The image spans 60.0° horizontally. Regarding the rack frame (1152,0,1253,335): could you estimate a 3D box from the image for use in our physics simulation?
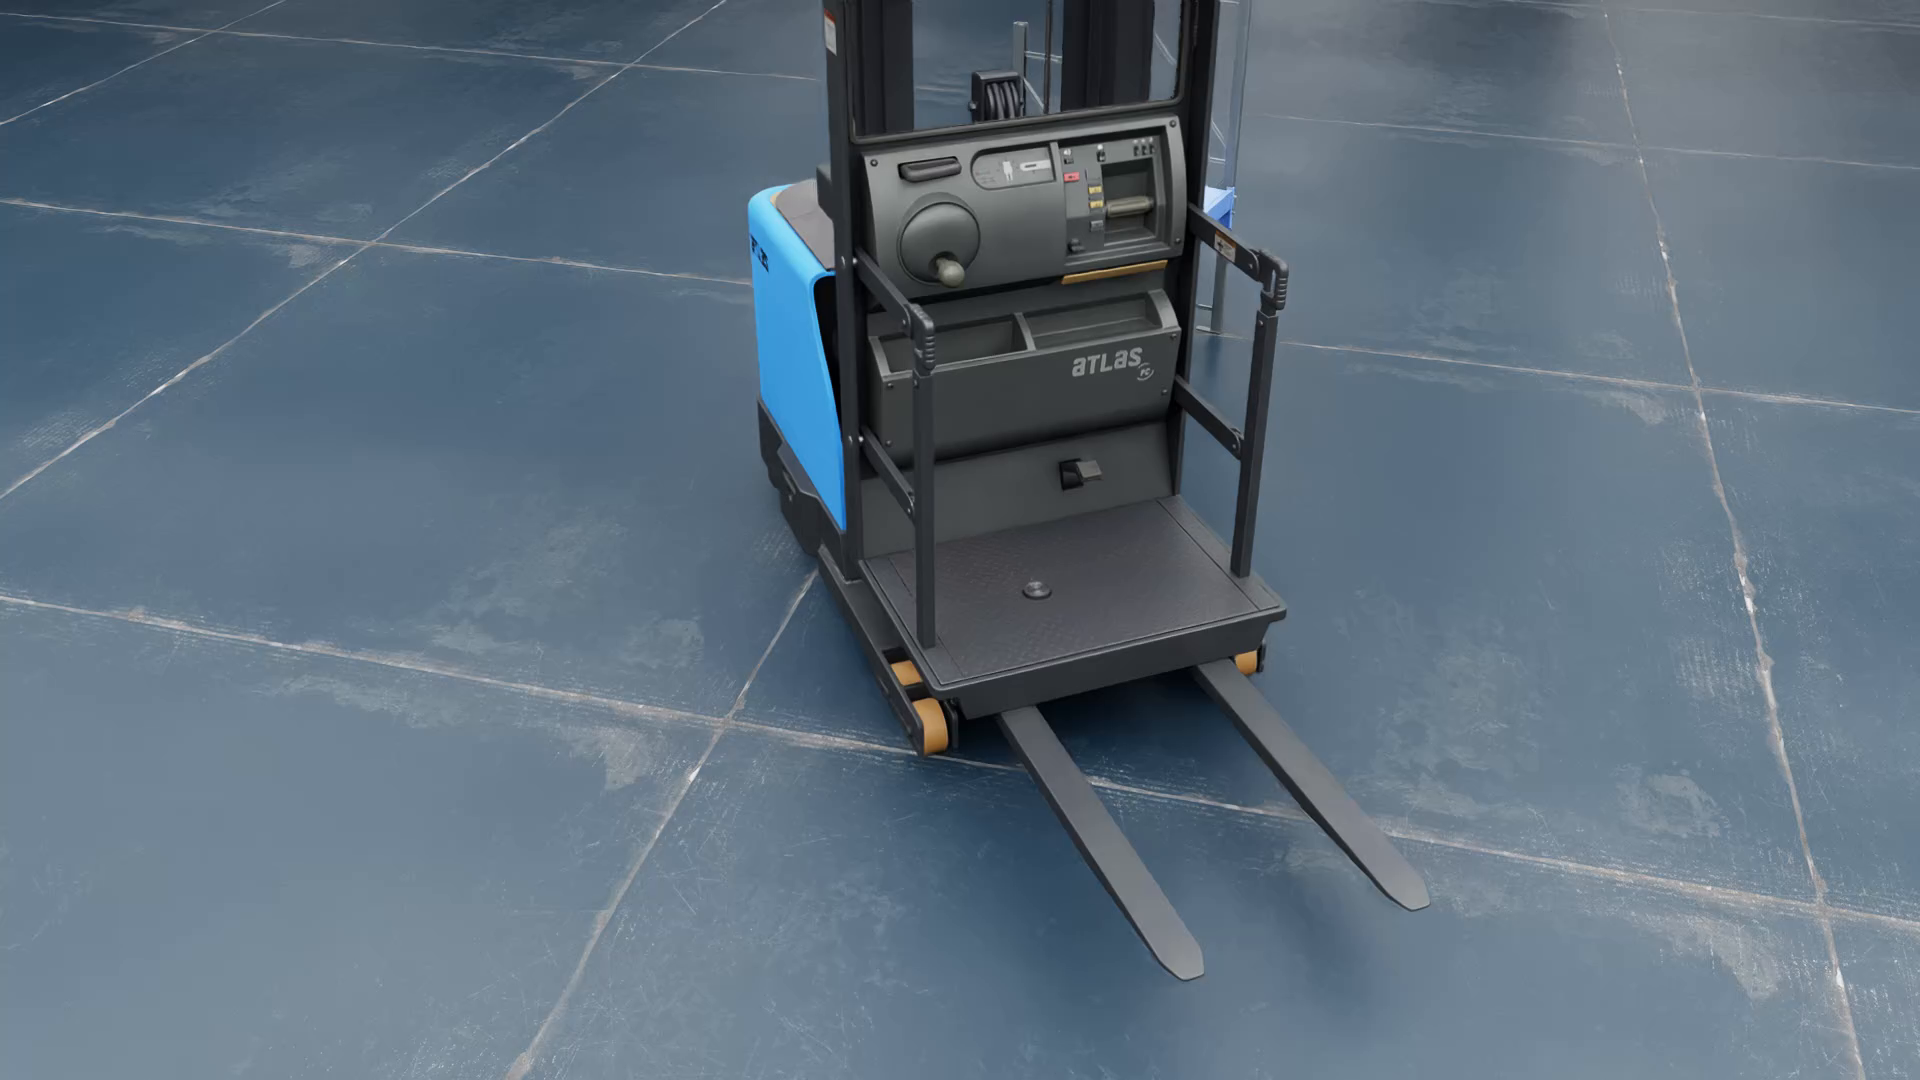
[{"bbox_3d":[0.901,-1.585,6.845,0.500,1.500,0.032,17,36,24],"label":"rack frame"}]

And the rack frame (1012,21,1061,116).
[{"bbox_3d":[0.409,-1.107,6.094,0.500,1.500,0.032,17,36,24],"label":"rack frame"}]

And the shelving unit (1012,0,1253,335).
[{"bbox_3d":[0.655,-1.346,6.469,0.538,1.500,1.048,17,36,24],"label":"shelving unit"}]

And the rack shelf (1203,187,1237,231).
[{"bbox_3d":[0.655,-1.194,6.566,0.538,0.185,1.000,17,36,24],"label":"rack shelf"}]

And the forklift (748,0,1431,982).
[{"bbox_3d":[0.271,-0.873,4.391,1.130,2.935,3.031,-12,34,-18],"label":"forklift"}]
